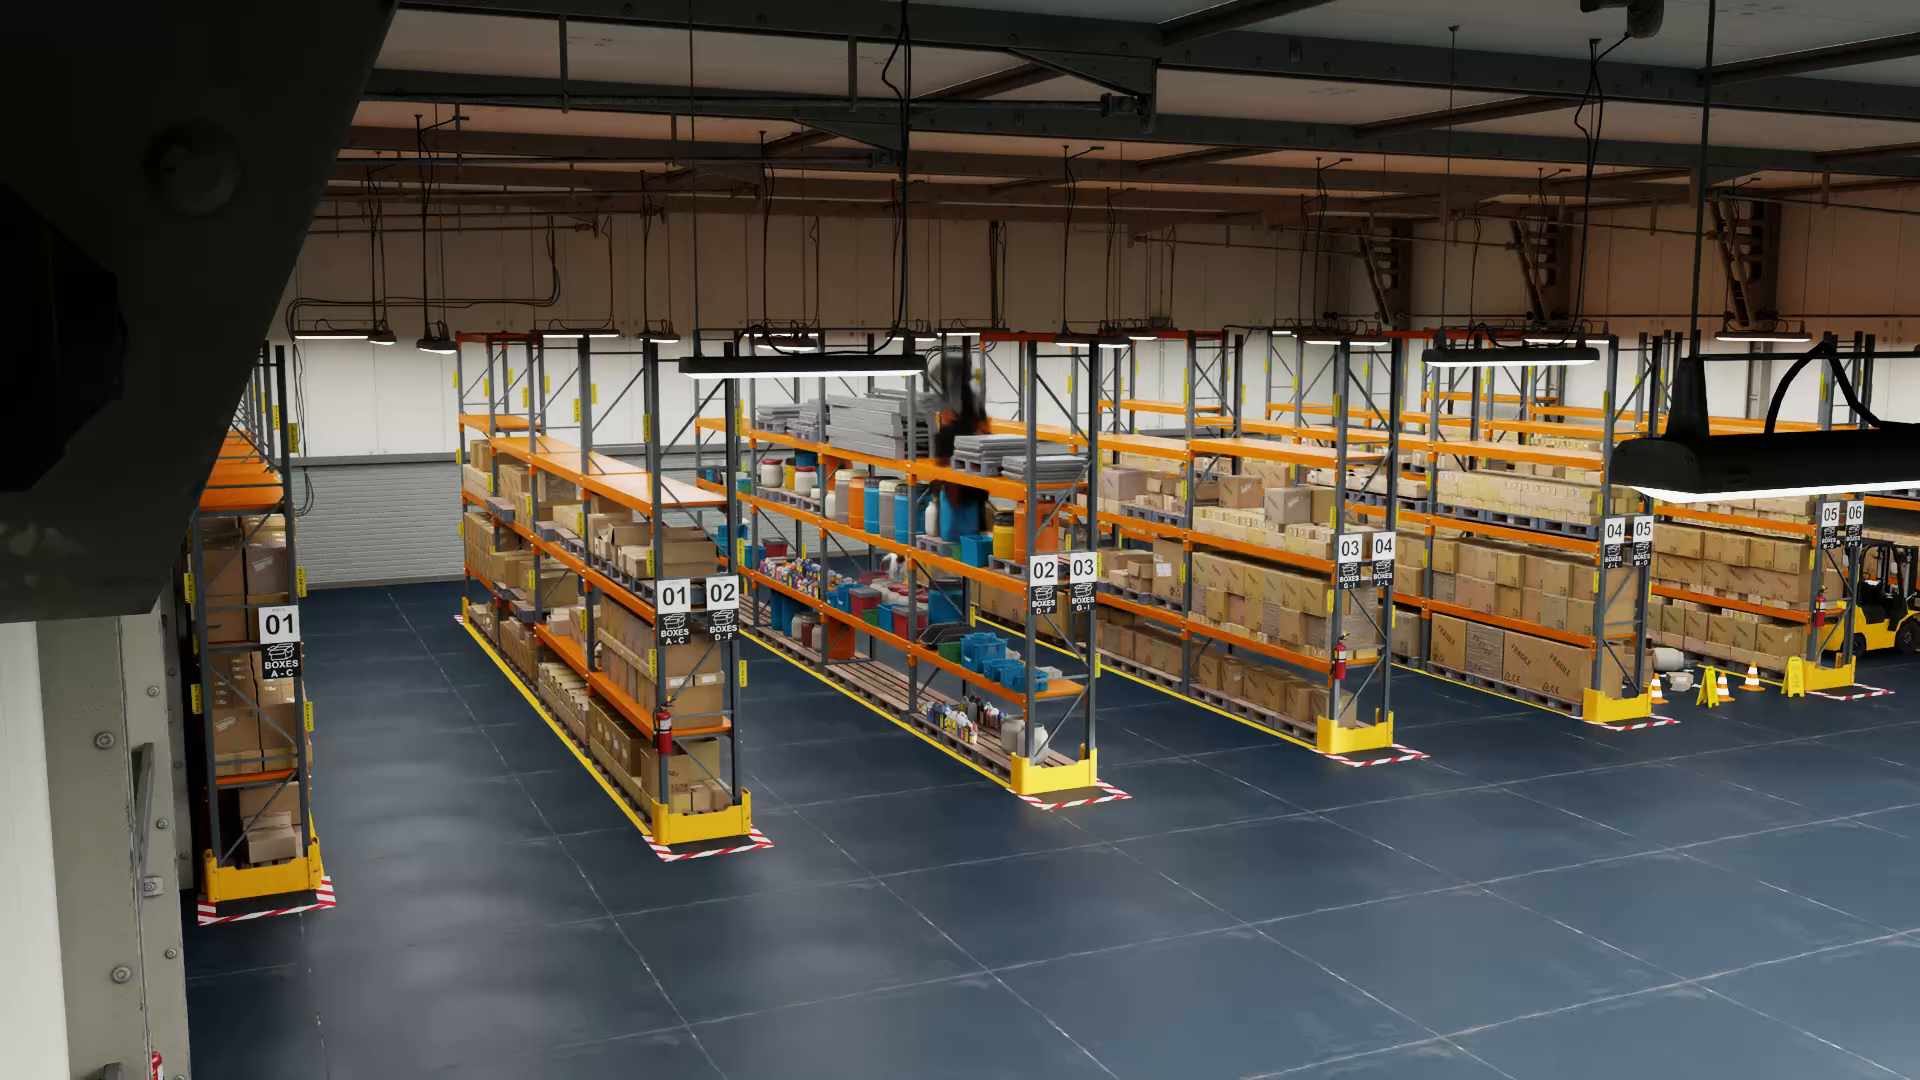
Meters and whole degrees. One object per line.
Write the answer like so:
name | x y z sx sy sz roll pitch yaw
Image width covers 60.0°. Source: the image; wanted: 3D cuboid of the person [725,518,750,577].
person | -5.117 0.346 38.255 0.746 1.707 0.652 -4 9 -29

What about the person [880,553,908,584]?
person | -1.338 0.875 34.771 0.696 1.601 1.128 -3 8 -18
